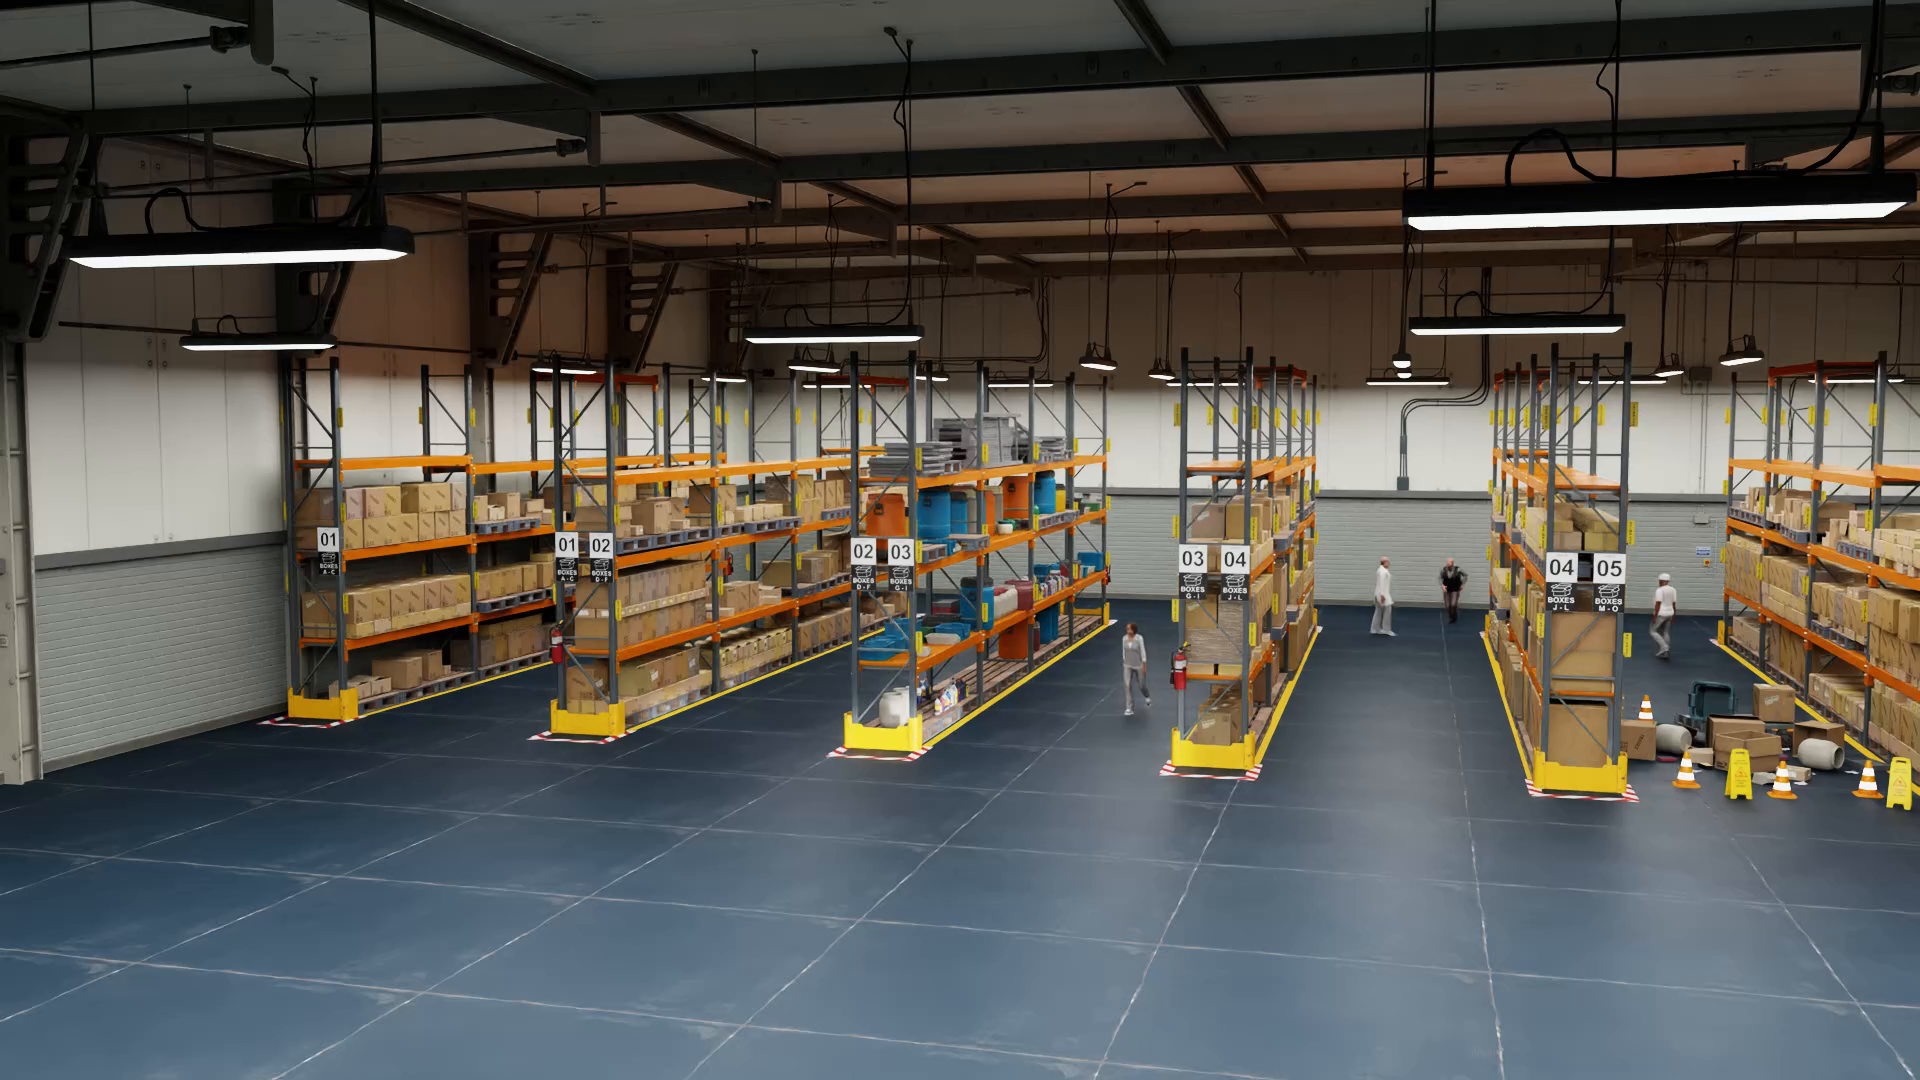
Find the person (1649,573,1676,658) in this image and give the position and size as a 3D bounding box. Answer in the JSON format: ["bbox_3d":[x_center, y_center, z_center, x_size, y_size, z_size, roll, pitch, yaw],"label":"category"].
[{"bbox_3d":[14.692,1.580,34.660,0.613,1.767,0.490,-2,5,-29],"label":"person"}]

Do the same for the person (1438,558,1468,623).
[{"bbox_3d":[11.971,1.224,40.391,0.699,1.629,0.713,2,5,27],"label":"person"}]

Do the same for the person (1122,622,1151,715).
[{"bbox_3d":[2.975,2.146,28.189,0.442,1.559,0.843,2,5,24],"label":"person"}]

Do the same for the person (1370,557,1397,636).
[{"bbox_3d":[9.788,1.306,38.414,0.589,1.826,0.644,0,4,2],"label":"person"}]
